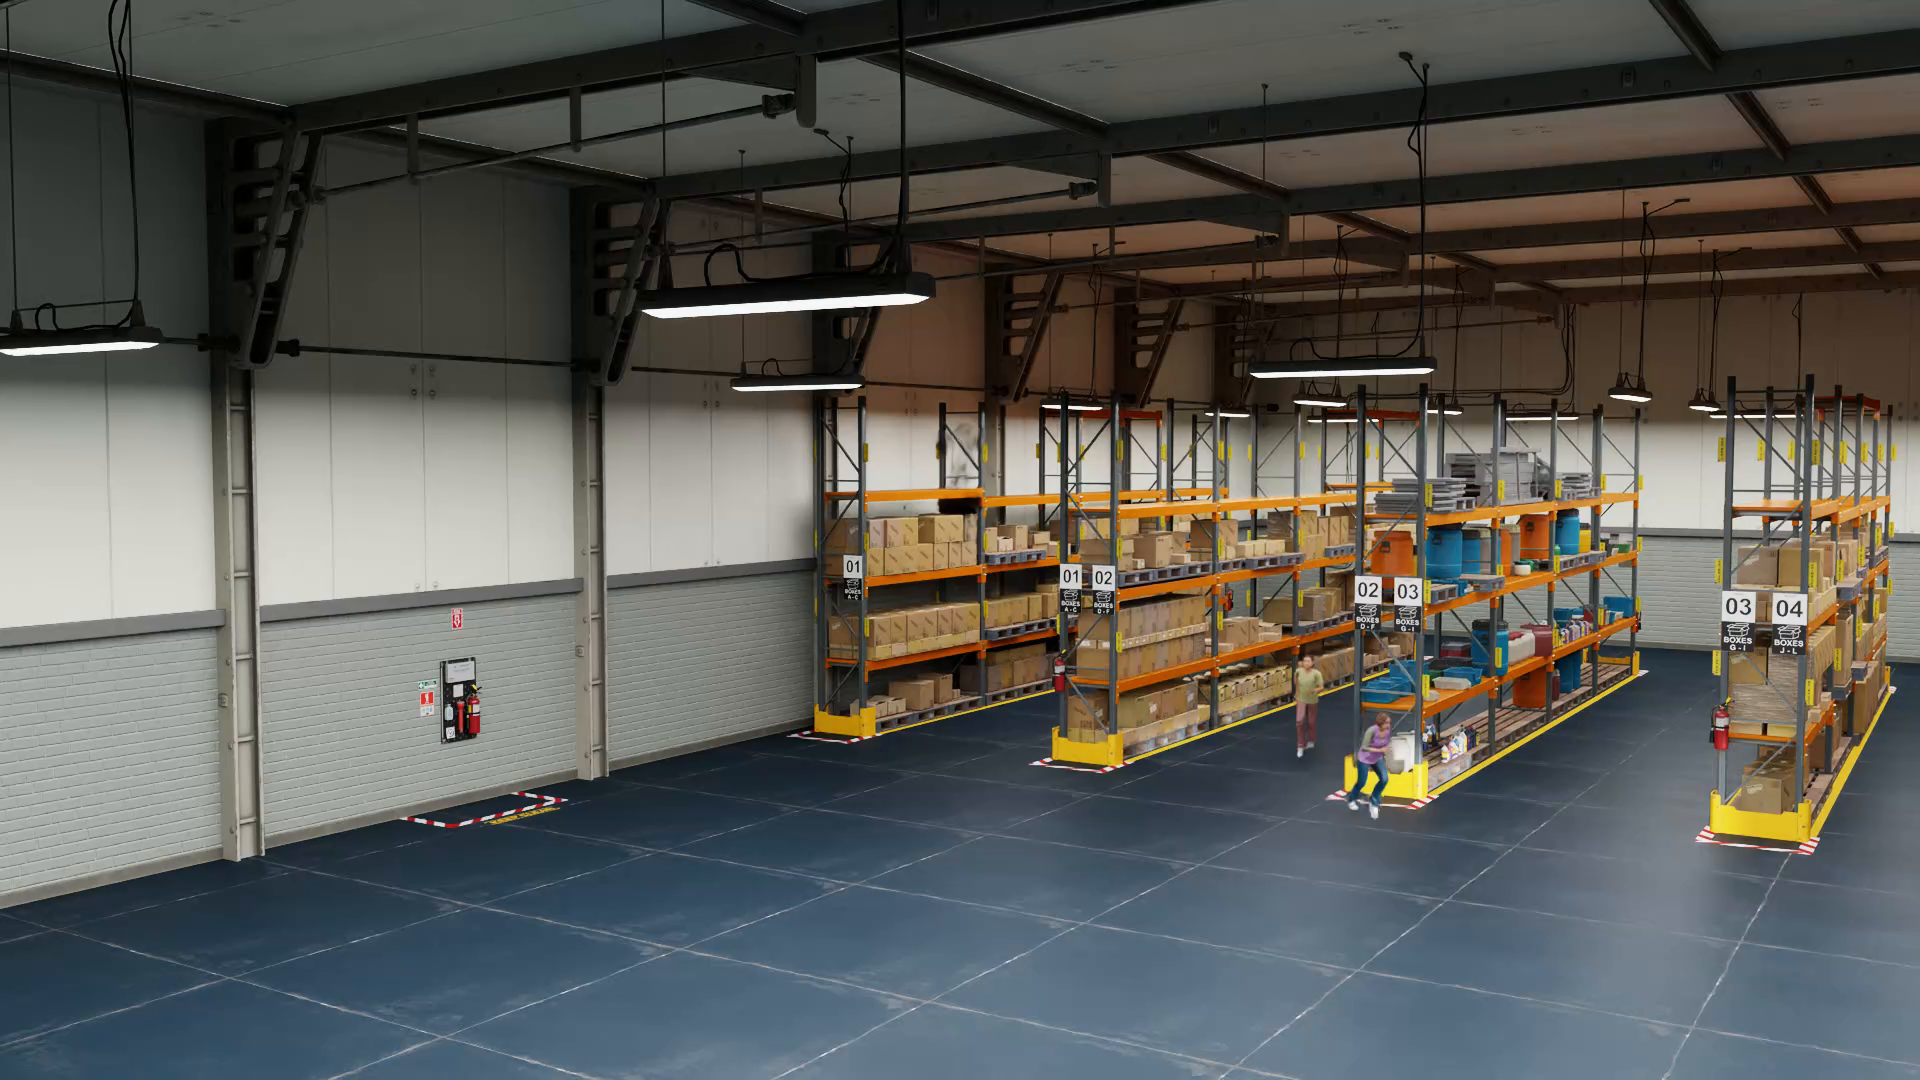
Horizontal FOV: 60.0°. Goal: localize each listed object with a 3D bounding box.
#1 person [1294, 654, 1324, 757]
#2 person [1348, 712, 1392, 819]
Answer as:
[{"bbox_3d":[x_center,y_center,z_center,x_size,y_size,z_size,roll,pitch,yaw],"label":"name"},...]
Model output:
[{"bbox_3d":[5.804,2.728,27.686,0.499,1.703,0.851,1,3,15],"label":"person"},{"bbox_3d":[5.657,3.094,22.824,0.573,1.465,0.896,-1,3,-24],"label":"person"}]
